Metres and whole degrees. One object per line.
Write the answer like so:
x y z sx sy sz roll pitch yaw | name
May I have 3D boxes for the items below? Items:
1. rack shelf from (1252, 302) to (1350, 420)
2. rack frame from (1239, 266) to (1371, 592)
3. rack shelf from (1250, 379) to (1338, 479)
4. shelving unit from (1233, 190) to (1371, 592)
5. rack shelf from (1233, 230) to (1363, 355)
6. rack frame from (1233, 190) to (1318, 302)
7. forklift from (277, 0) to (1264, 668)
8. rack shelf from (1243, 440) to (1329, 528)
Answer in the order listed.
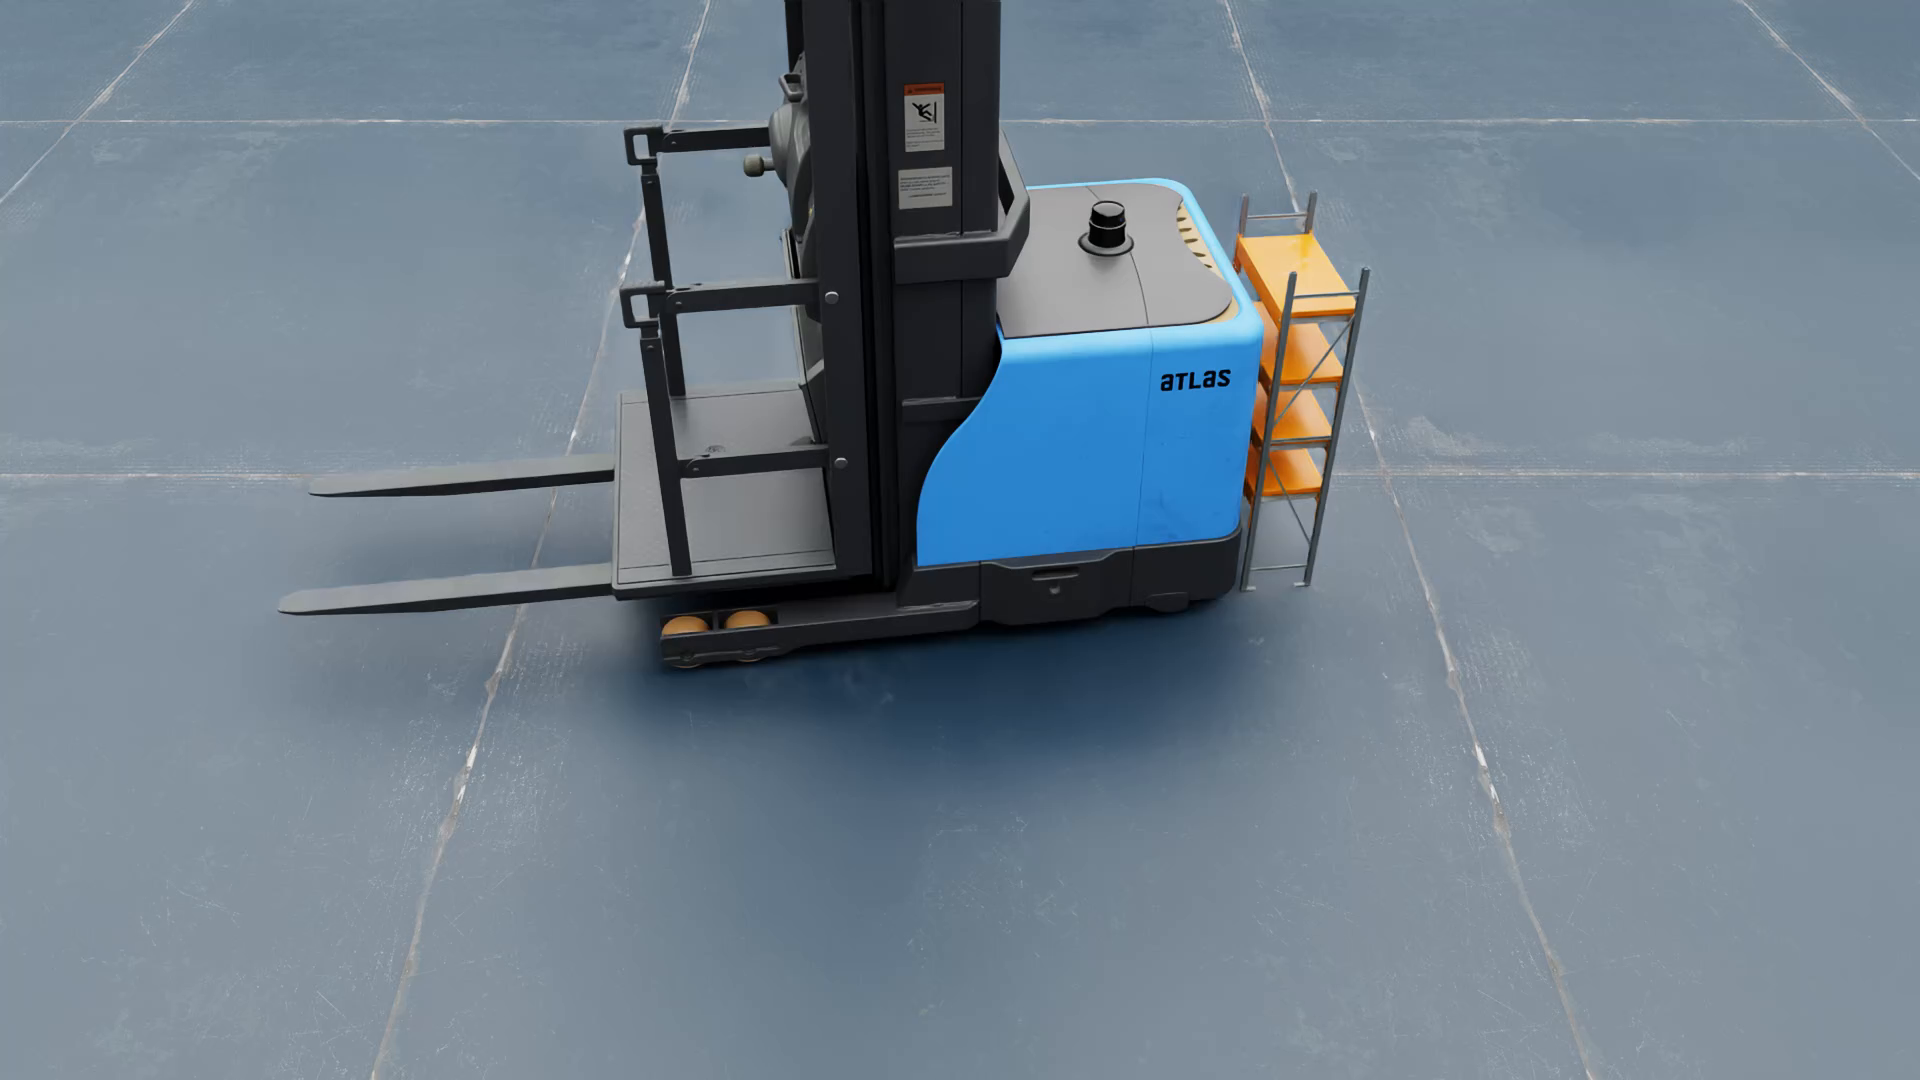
1.027 -0.584 5.266 0.258 0.148 0.480 -5 39 -7 | rack shelf
1.060 -0.311 5.175 0.240 1.200 0.015 -5 39 -7 | rack frame
1.023 -0.409 5.405 0.258 0.148 0.480 -5 39 -7 | rack shelf
1.024 -0.462 5.363 0.258 1.200 0.503 -5 39 -7 | shelving unit
1.030 -0.769 5.118 0.258 0.148 0.480 -5 39 -7 | rack shelf
0.989 -0.613 5.552 0.240 1.200 0.015 -5 39 -7 | rack frame
-0.654 -1.094 4.772 3.031 2.935 1.130 -5 39 -7 | forklift
1.020 -0.254 5.529 0.258 0.148 0.480 -5 39 -7 | rack shelf
